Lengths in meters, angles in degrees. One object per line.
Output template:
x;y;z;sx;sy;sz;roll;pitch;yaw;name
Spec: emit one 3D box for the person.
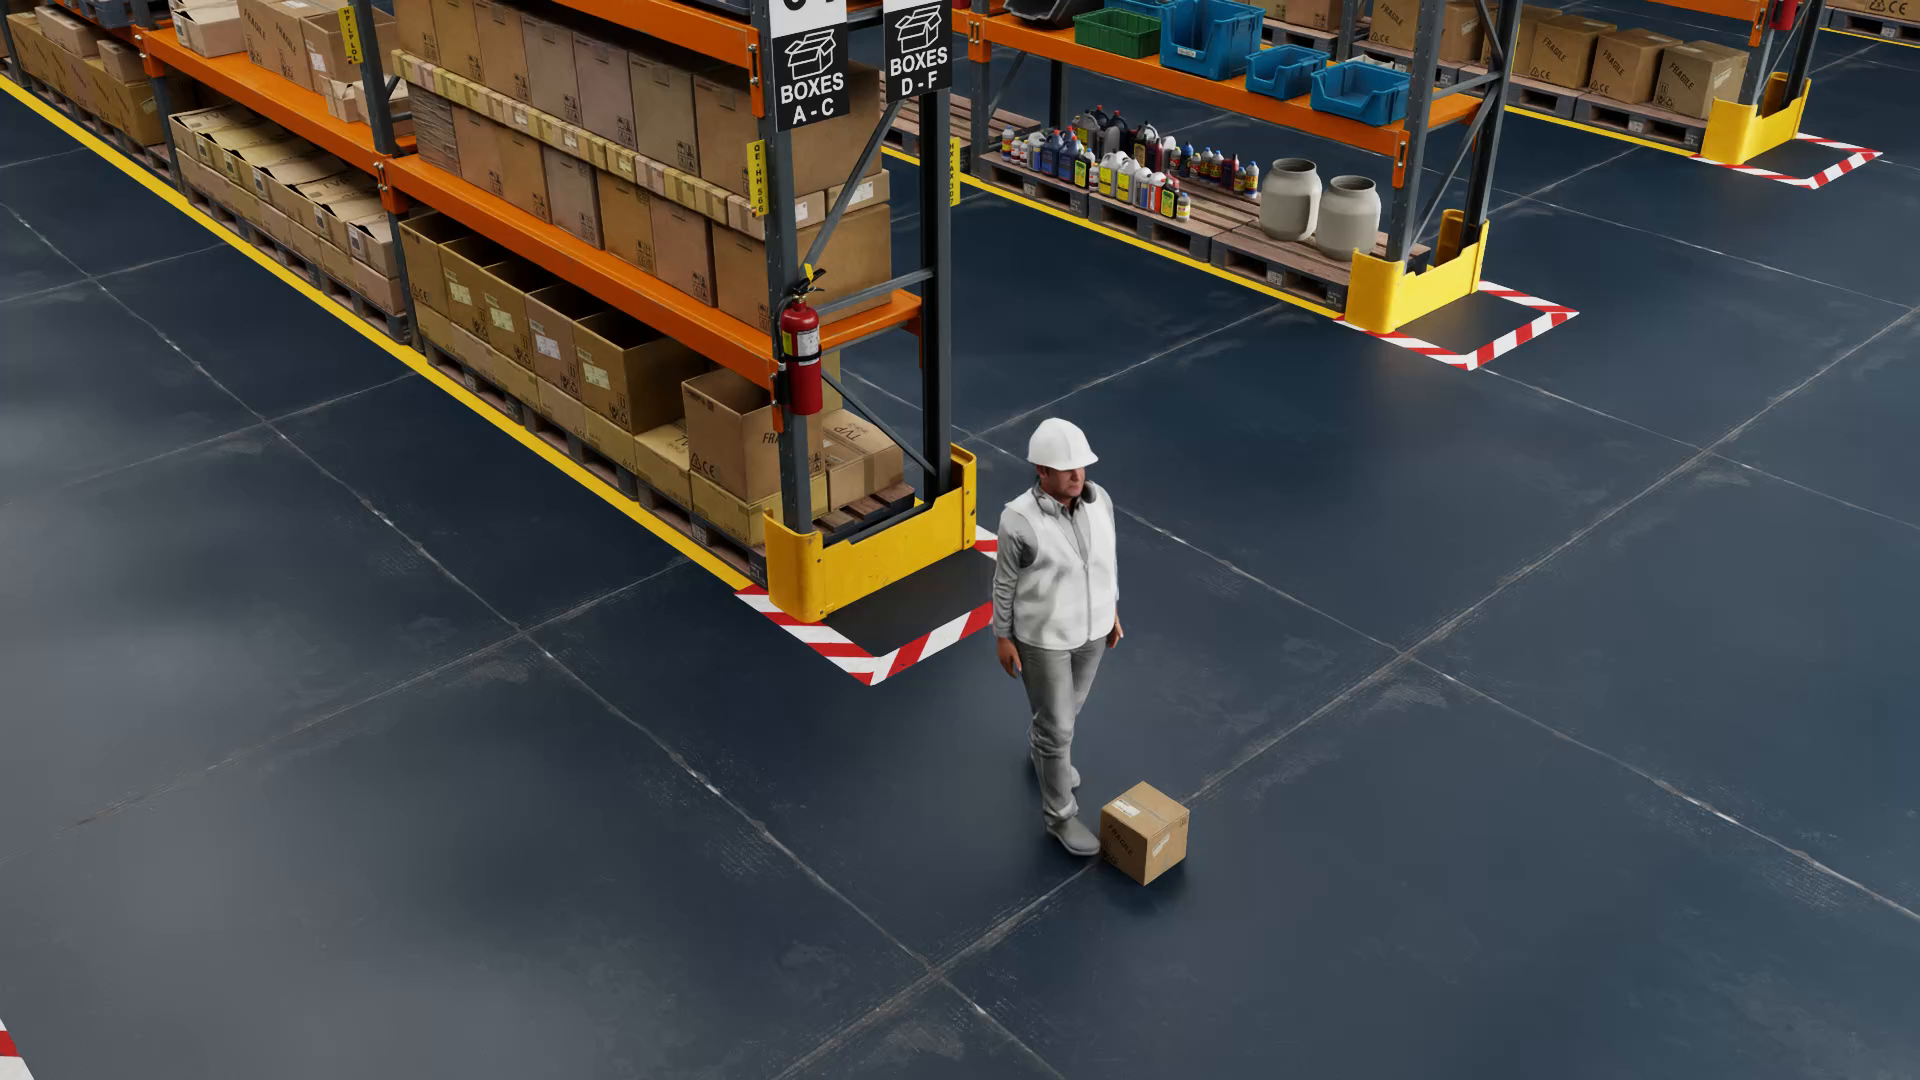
0.440;0.364;6.516;0.559;1.767;0.712;-20;37;-29;person
